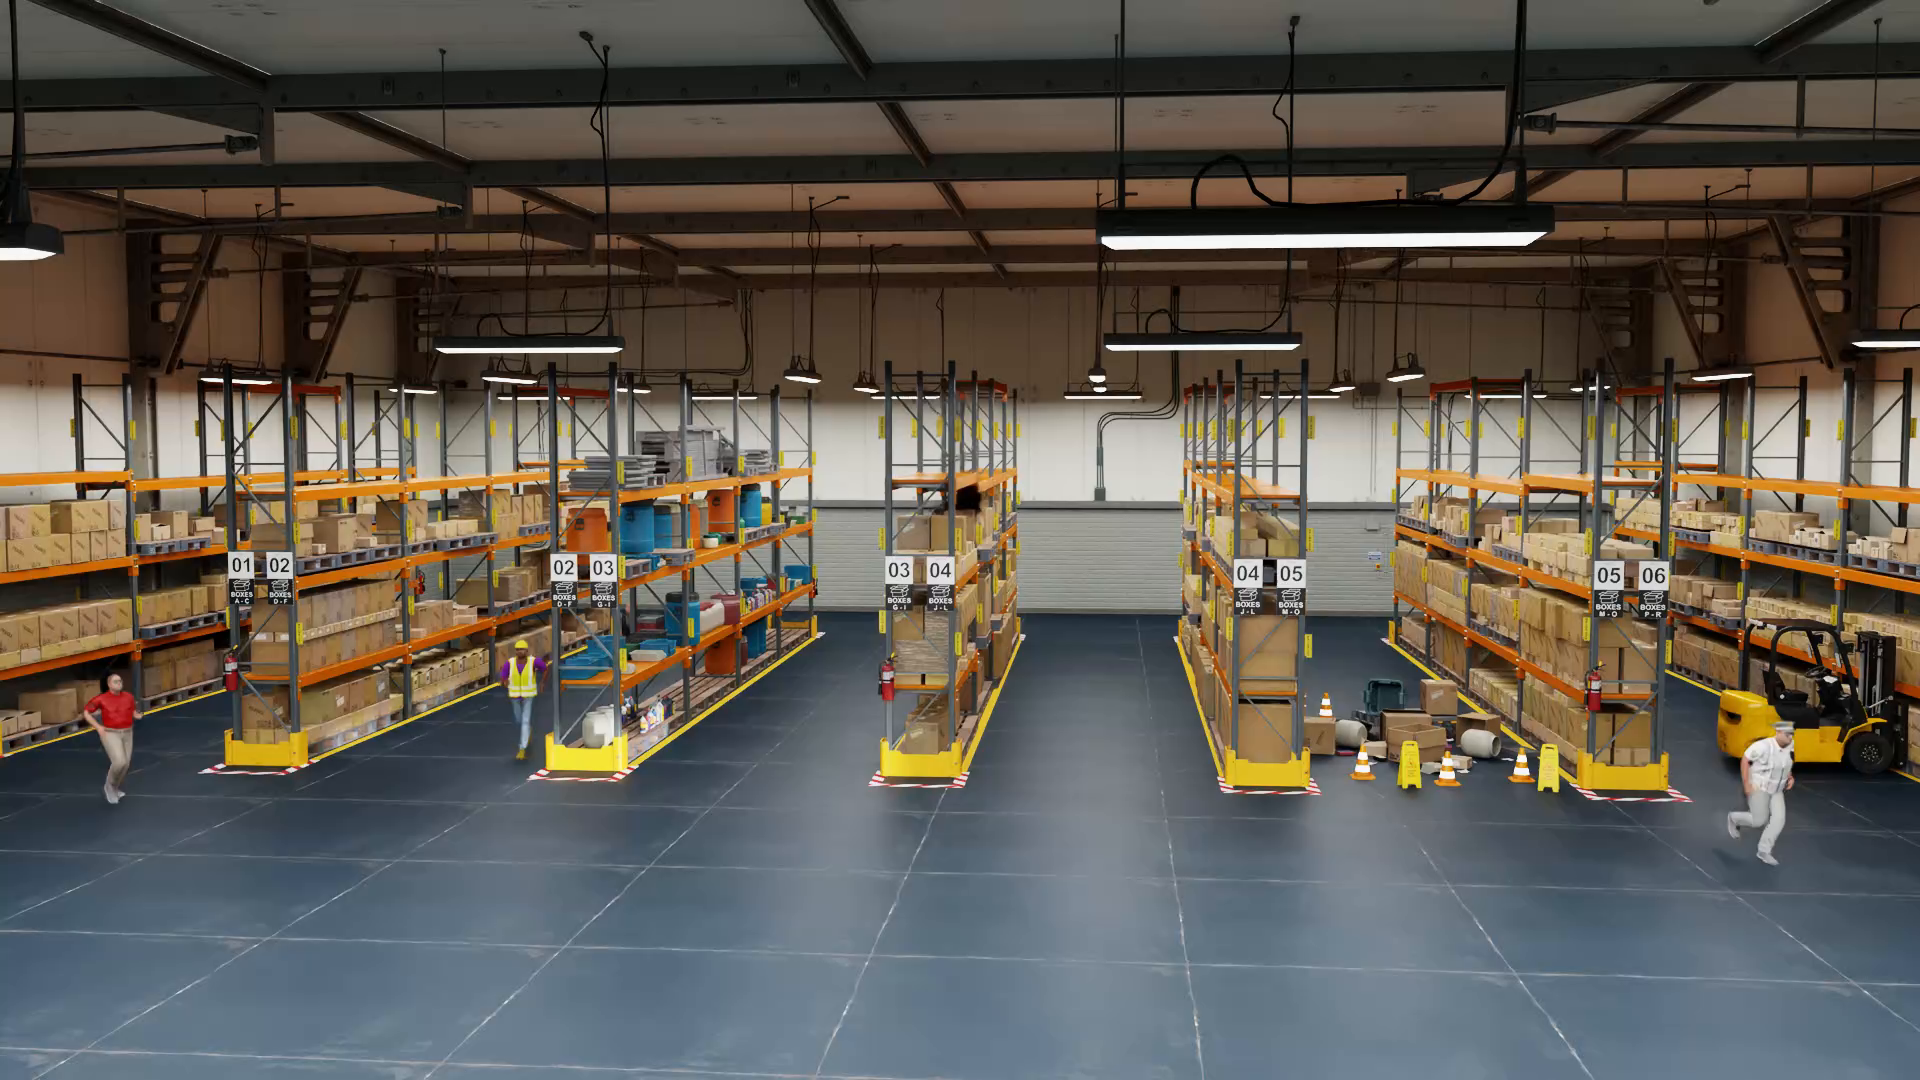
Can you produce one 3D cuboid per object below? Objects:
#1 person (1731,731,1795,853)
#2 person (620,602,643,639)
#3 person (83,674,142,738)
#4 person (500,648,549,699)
[{"bbox_3d":[9.389,2.910,19.445,0.640,1.463,0.771,-2,4,-22],"label":"person"},{"bbox_3d":[-6.440,1.622,32.461,0.645,0.835,0.687,0,4,-3],"label":"person"},{"bbox_3d":[-11.316,2.227,22.358,0.653,0.830,0.641,2,4,28],"label":"person"},{"bbox_3d":[-6.748,2.009,25.599,0.700,0.852,0.641,0,4,0],"label":"person"}]
